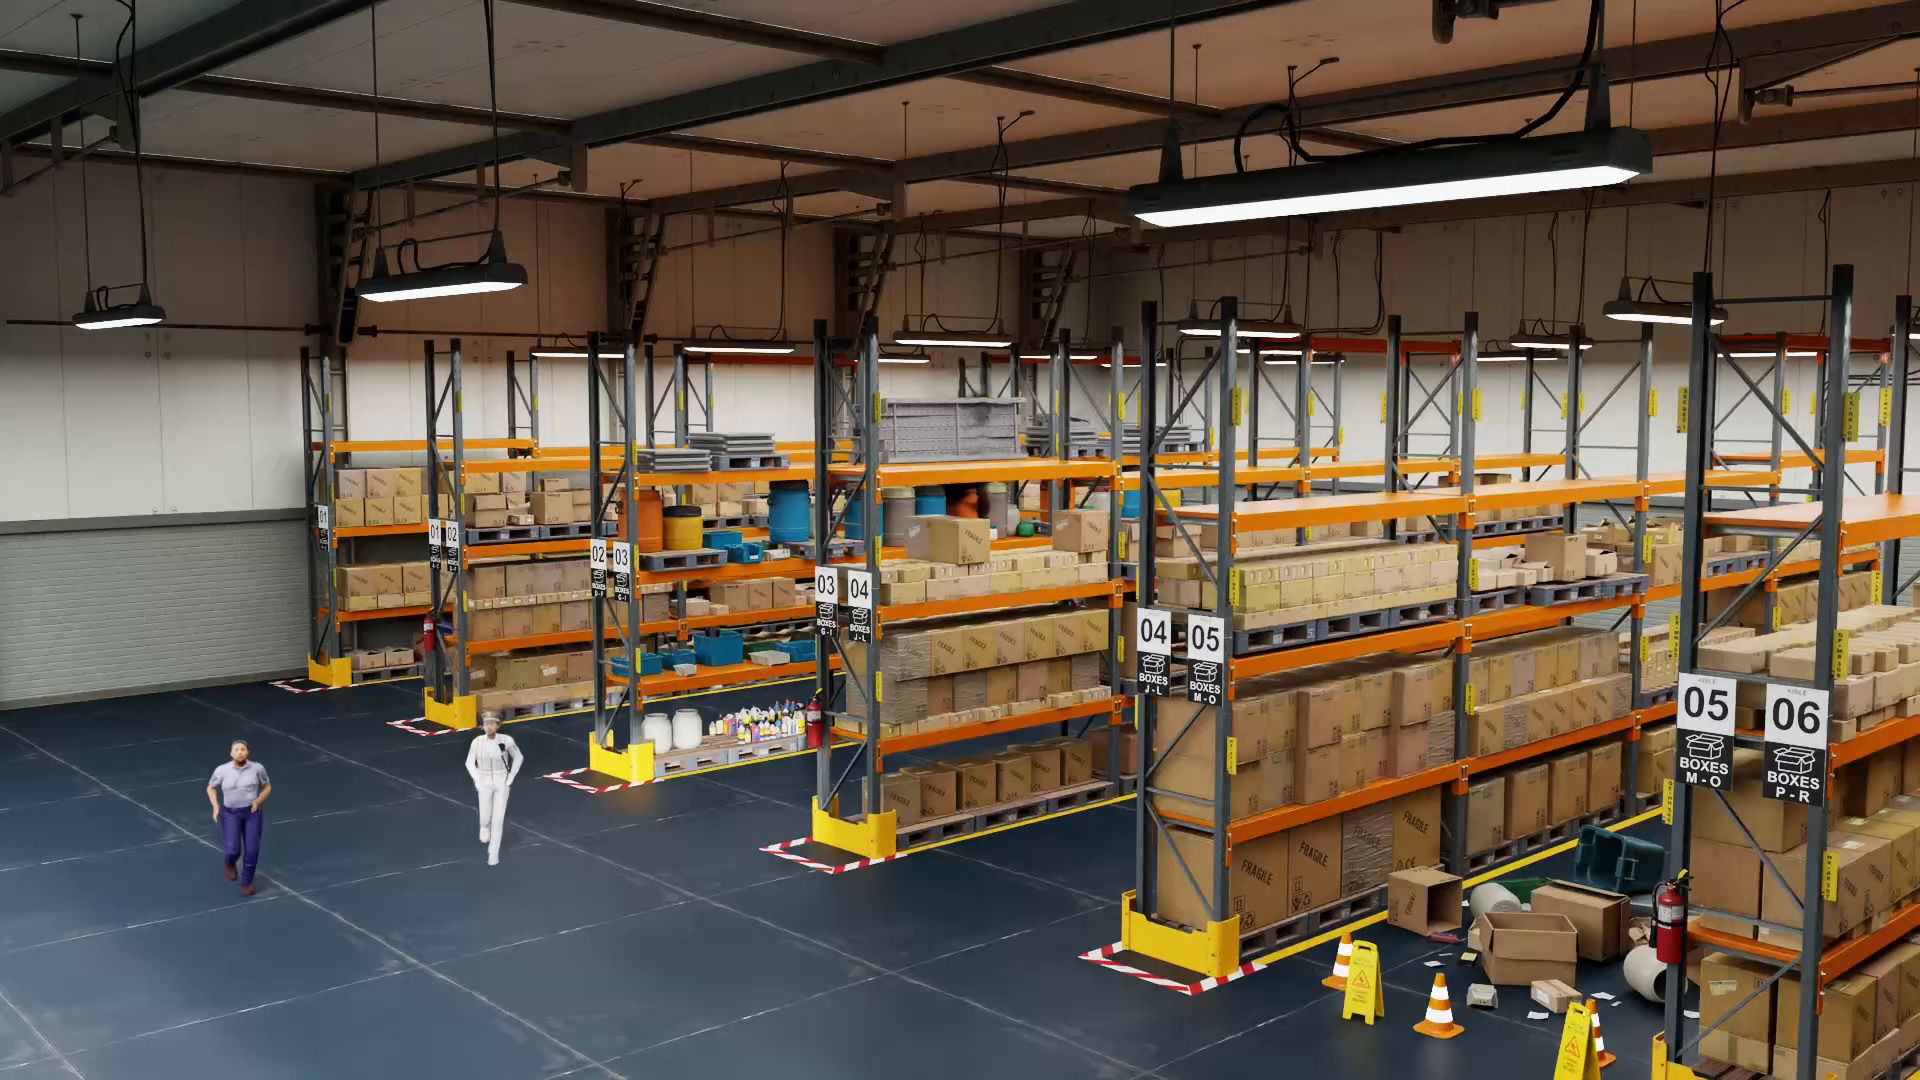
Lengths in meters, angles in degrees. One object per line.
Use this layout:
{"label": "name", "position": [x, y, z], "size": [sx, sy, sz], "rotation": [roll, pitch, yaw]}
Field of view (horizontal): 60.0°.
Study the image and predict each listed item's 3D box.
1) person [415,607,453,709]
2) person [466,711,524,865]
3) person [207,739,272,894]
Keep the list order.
{"label": "person", "position": [-8.687, 1.930, 27.595], "size": [0.591, 1.656, 0.844], "rotation": [4, 6, 35]}
{"label": "person", "position": [-5.181, 2.716, 18.546], "size": [0.622, 1.686, 0.695], "rotation": [-1, 5, -10]}
{"label": "person", "position": [-7.427, 2.862, 17.187], "size": [0.607, 1.603, 0.547], "rotation": [-3, 6, -27]}
